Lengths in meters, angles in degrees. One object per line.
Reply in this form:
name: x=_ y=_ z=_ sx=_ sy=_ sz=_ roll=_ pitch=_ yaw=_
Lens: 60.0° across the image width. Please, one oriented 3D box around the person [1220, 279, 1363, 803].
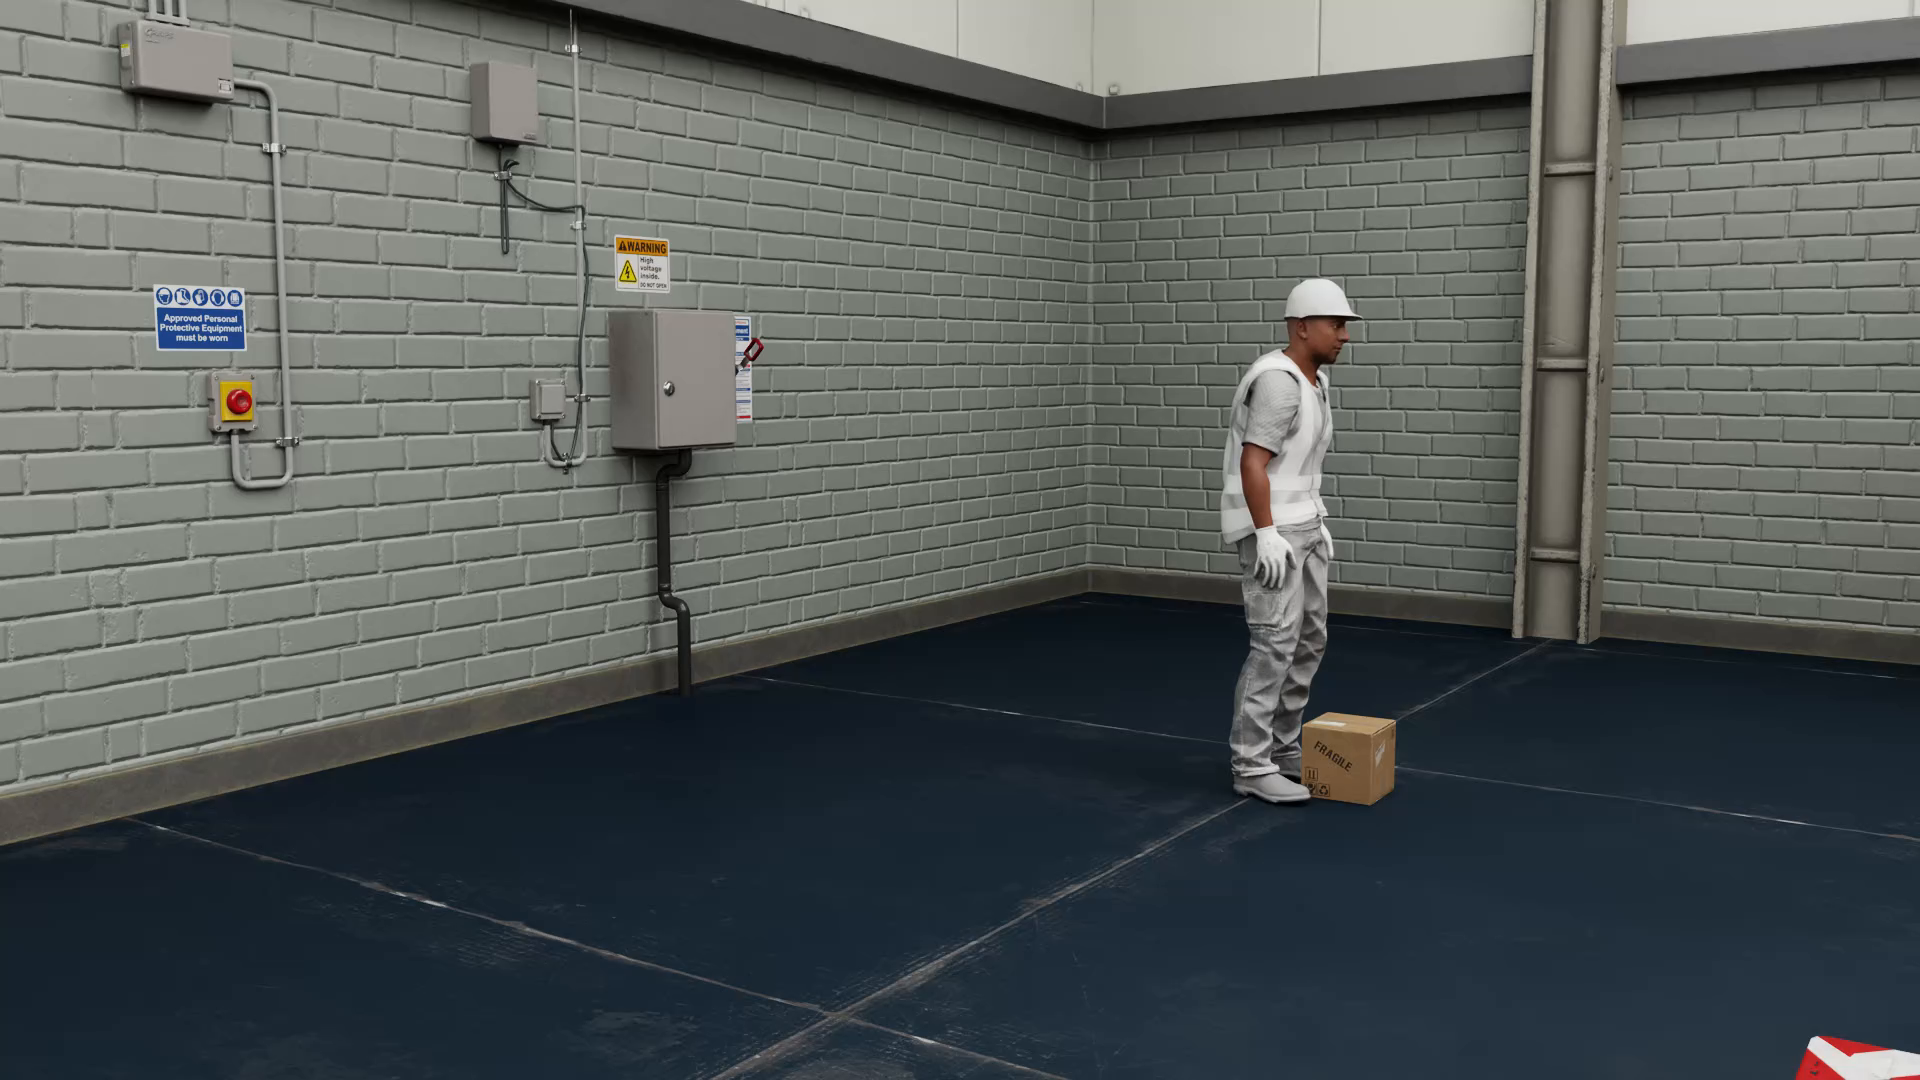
person: x=1.154 y=-0.014 z=5.806 sx=0.451 sy=1.773 sz=0.625 roll=4 pitch=7 yaw=30
